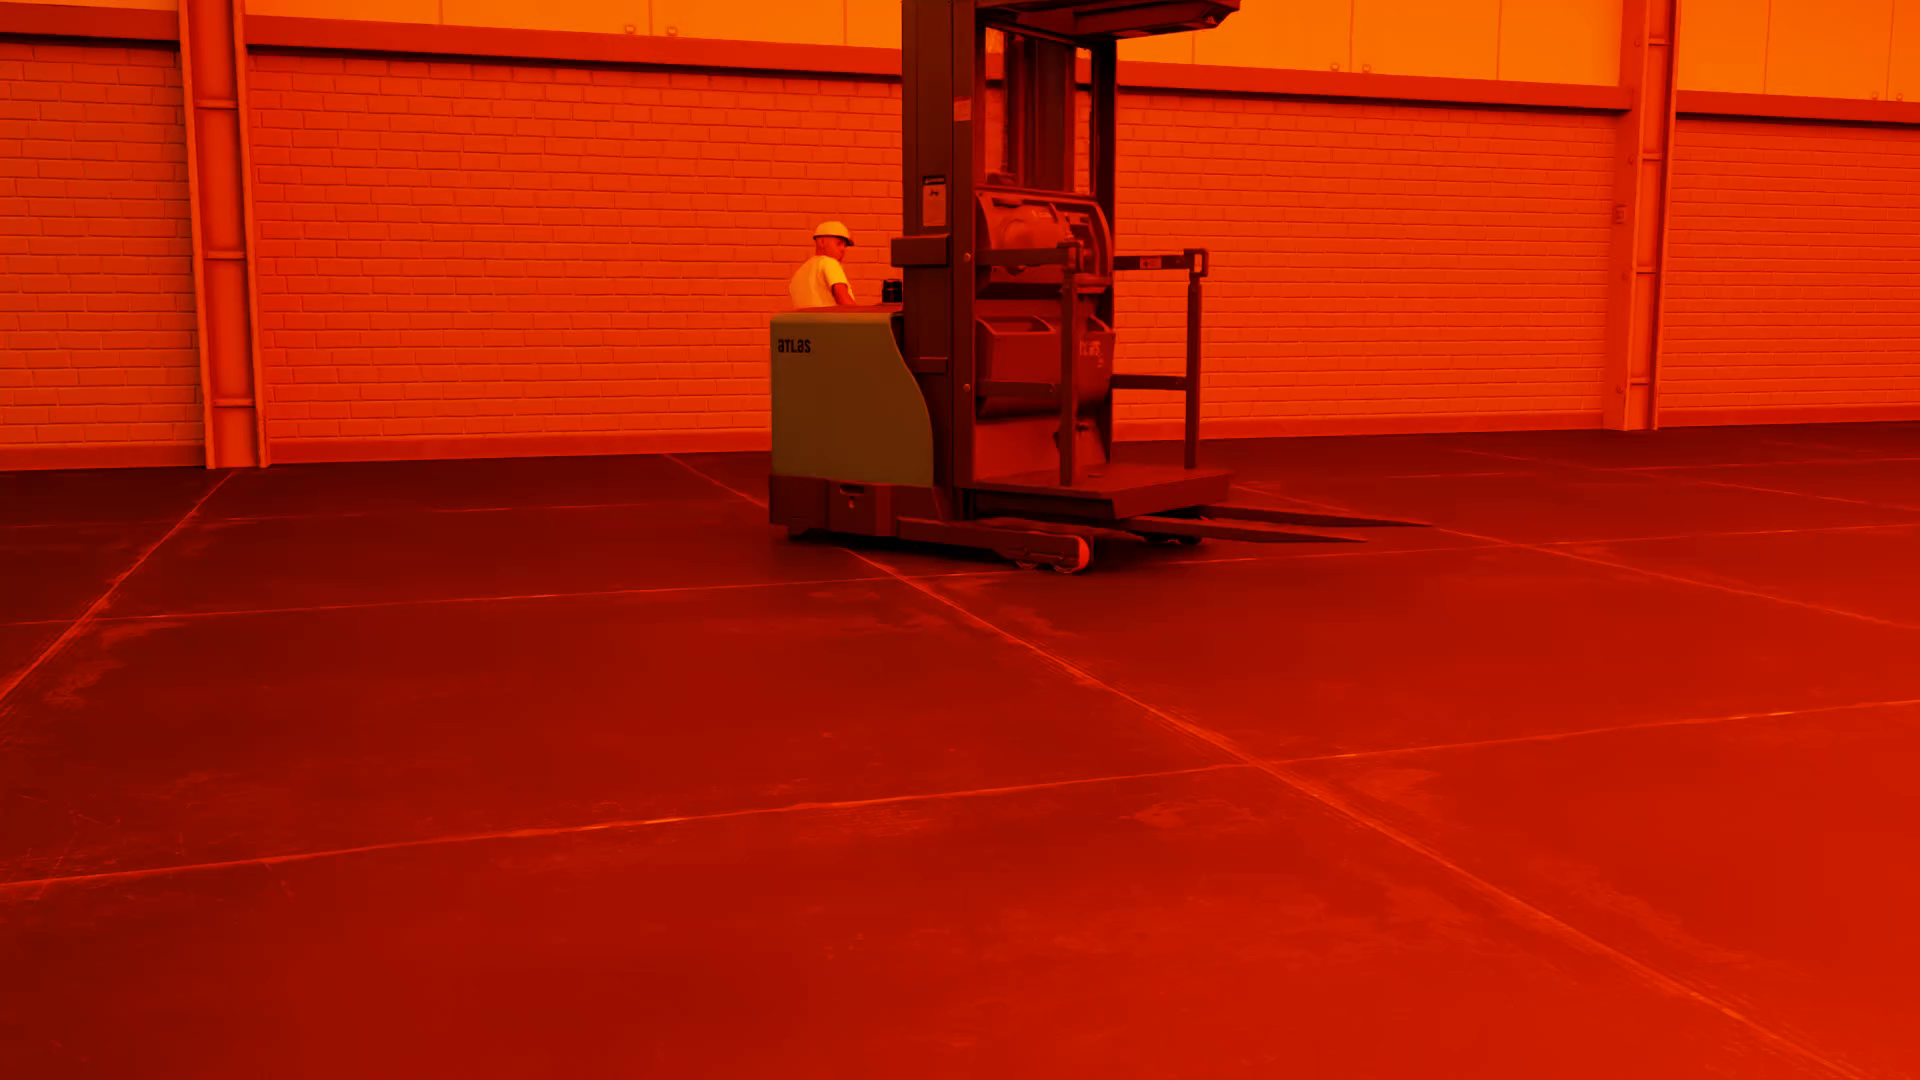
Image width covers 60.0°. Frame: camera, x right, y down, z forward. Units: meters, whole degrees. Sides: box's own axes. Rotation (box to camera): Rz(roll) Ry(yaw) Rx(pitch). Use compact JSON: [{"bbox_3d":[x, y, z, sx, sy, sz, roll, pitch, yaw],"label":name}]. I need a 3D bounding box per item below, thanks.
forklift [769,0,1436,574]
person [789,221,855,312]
[{"bbox_3d":[0.549,-1.392,7.280,3.031,2.935,1.130,6,10,38],"label":"forklift"},{"bbox_3d":[-0.721,-1.203,10.587,0.850,1.639,0.831,5,9,35],"label":"person"}]
